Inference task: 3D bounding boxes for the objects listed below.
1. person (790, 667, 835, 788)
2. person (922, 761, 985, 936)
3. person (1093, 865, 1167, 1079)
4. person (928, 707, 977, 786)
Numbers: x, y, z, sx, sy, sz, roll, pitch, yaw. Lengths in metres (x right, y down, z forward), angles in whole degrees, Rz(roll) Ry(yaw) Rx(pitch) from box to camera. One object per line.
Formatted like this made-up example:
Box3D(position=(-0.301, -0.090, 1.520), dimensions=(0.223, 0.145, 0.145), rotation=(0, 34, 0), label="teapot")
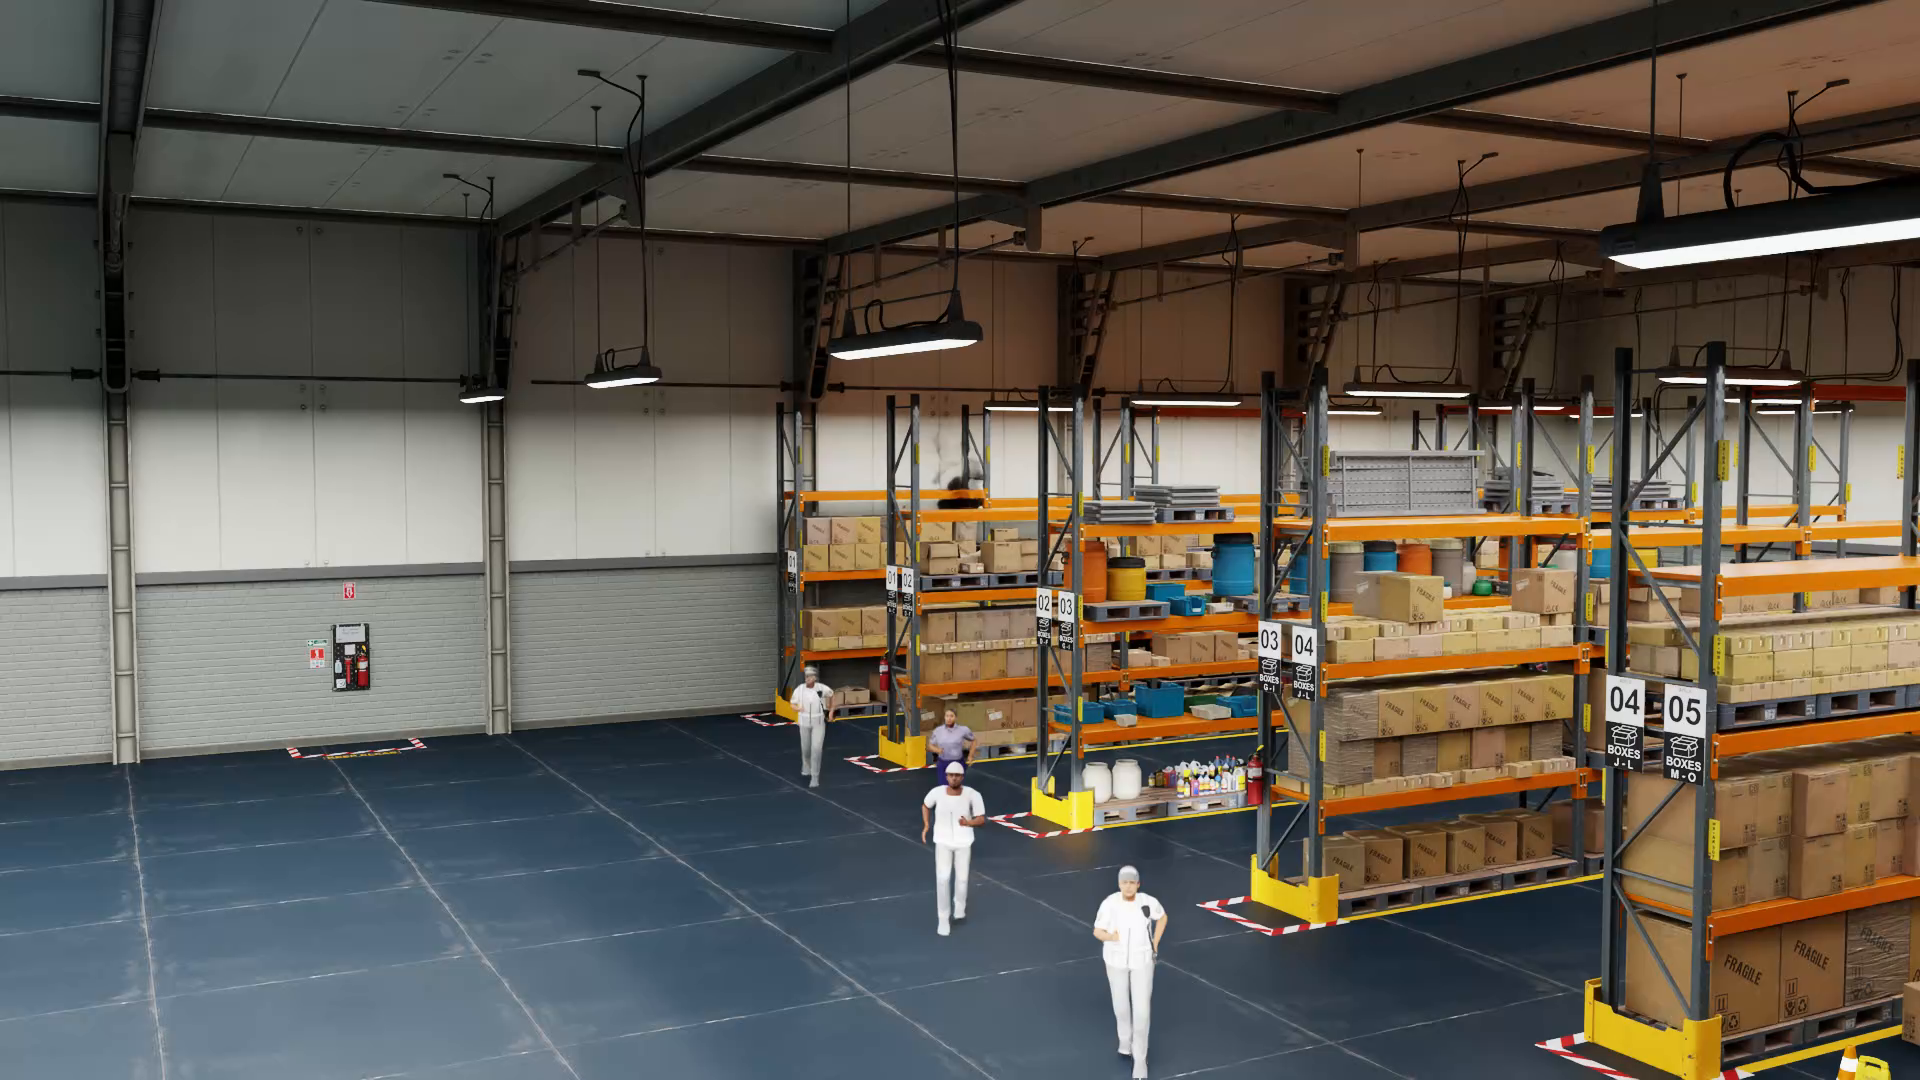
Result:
Box3D(position=(-2.264, 2.833, 25.571), dimensions=(0.671, 1.825, 0.963), rotation=(0, 3, 3), label="person")
Box3D(position=(-0.067, 3.279, 17.783), dimensions=(0.674, 1.827, 0.764), rotation=(0, 3, -1), label="person")
Box3D(position=(1.406, 3.556, 13.810), dimensions=(0.590, 1.723, 0.729), rotation=(1, 3, 11), label="person")
Box3D(position=(-0.118, 3.080, 22.206), dimensions=(0.611, 1.677, 0.758), rotation=(1, 3, 17), label="person")
